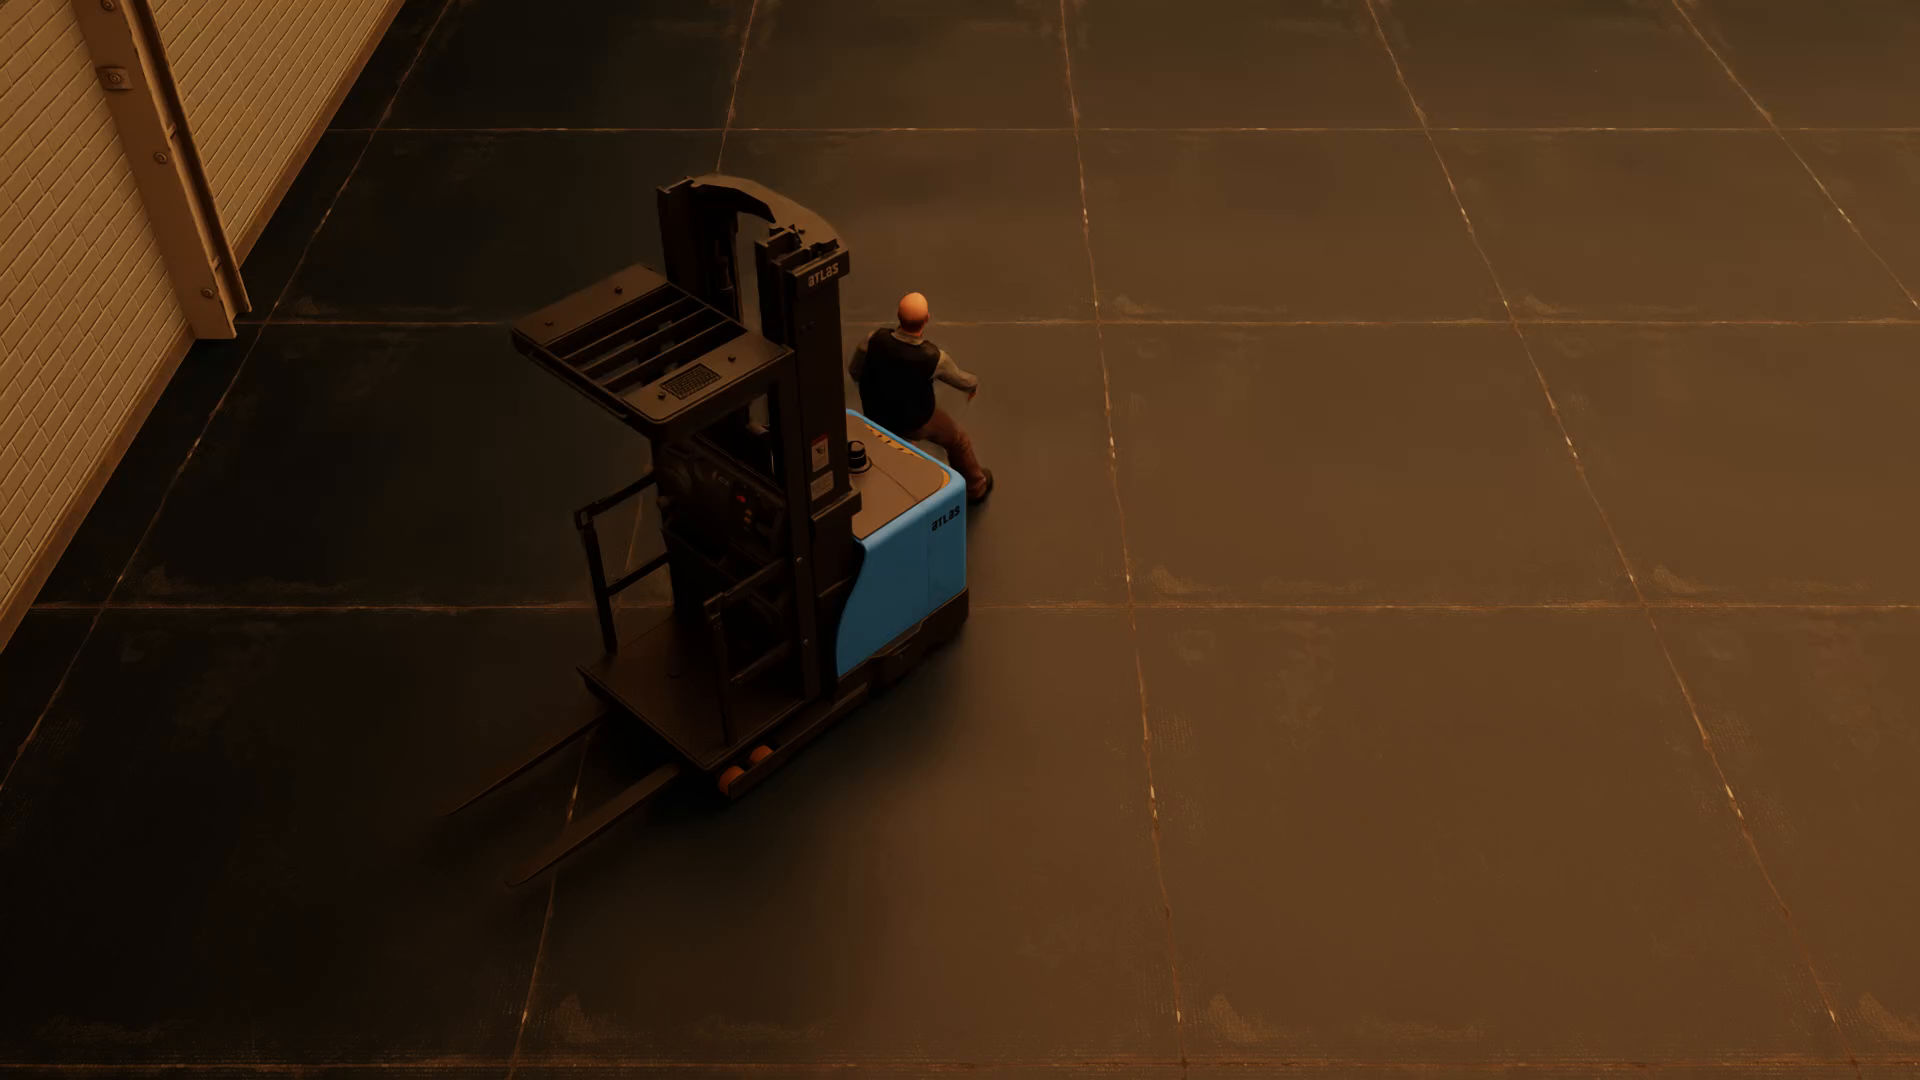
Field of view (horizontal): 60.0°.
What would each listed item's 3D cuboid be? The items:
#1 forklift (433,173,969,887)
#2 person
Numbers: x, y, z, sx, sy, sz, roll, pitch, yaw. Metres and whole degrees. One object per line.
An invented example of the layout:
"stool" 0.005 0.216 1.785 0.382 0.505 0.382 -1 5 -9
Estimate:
"forklift" -1.331 -0.156 8.100 1.130 2.935 3.031 32 50 32
"person" -0.230 -0.851 9.936 0.772 1.609 0.684 11 42 12
